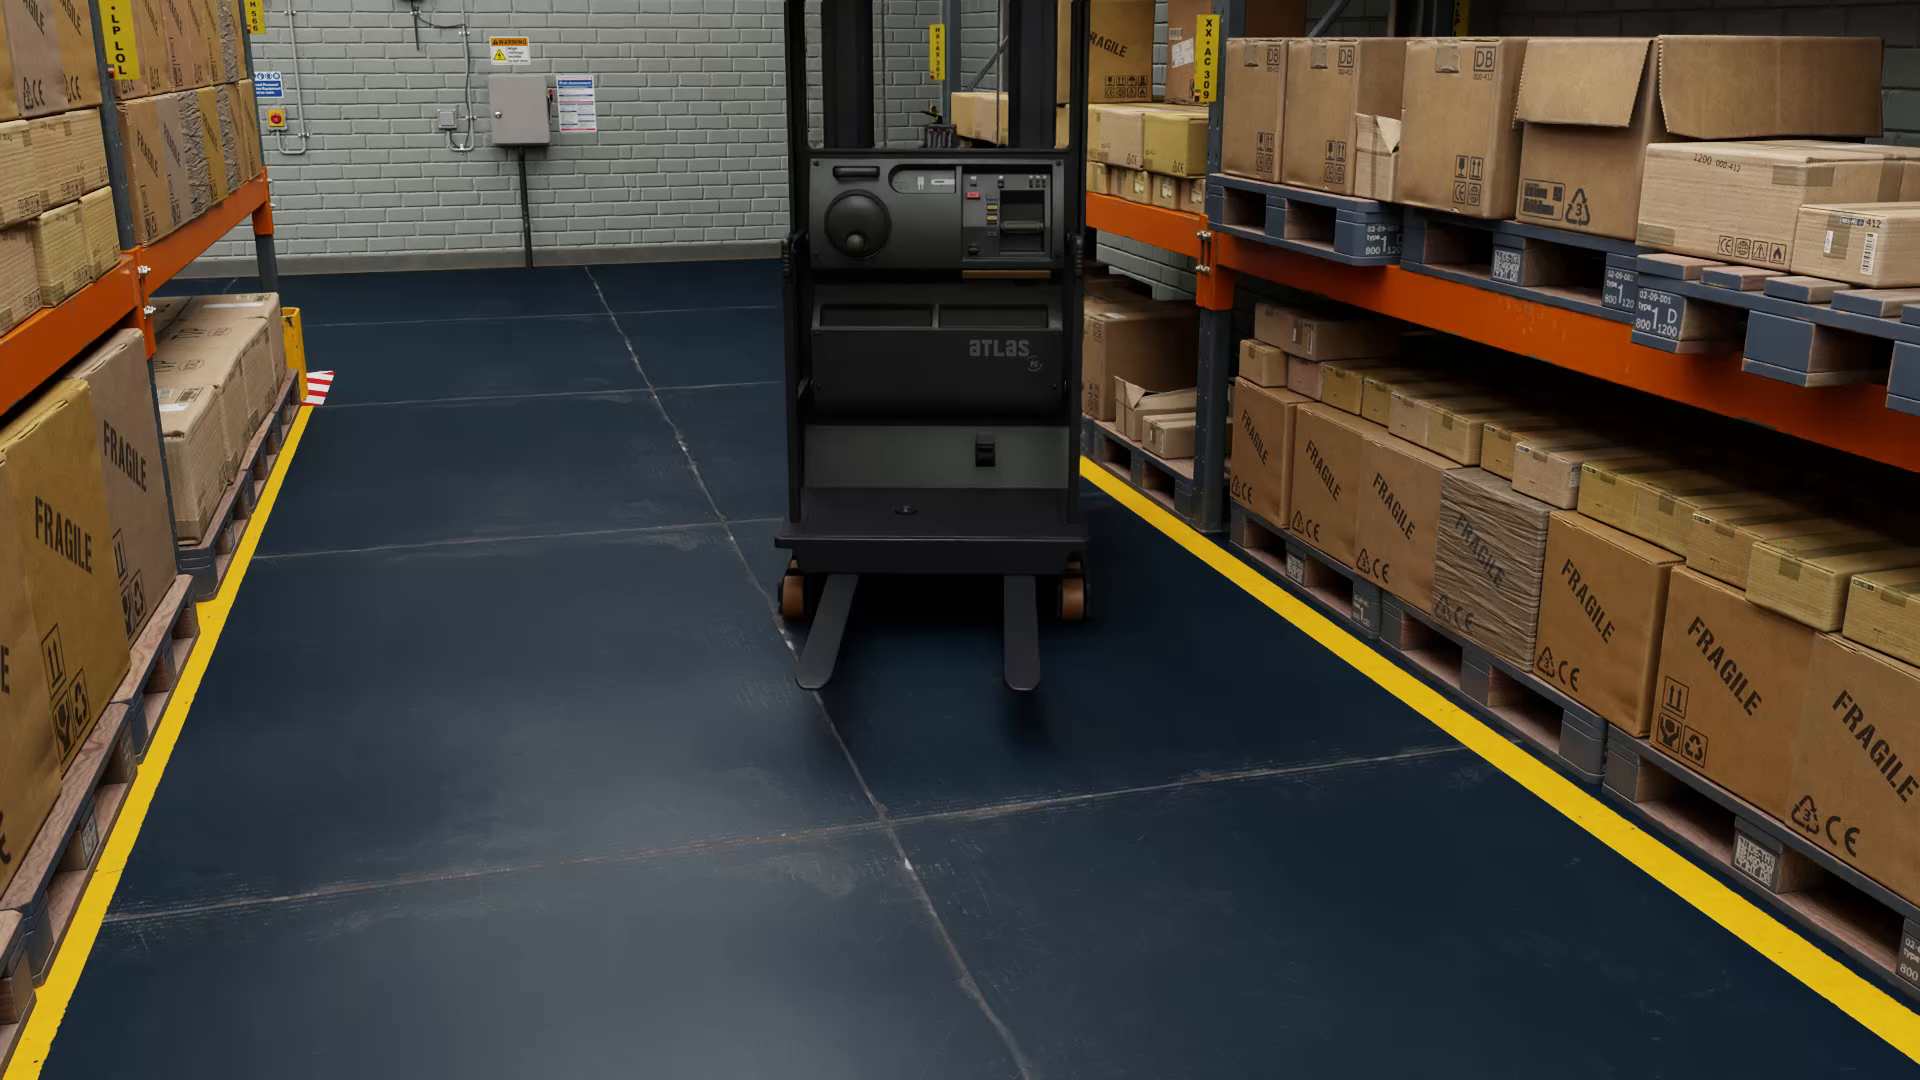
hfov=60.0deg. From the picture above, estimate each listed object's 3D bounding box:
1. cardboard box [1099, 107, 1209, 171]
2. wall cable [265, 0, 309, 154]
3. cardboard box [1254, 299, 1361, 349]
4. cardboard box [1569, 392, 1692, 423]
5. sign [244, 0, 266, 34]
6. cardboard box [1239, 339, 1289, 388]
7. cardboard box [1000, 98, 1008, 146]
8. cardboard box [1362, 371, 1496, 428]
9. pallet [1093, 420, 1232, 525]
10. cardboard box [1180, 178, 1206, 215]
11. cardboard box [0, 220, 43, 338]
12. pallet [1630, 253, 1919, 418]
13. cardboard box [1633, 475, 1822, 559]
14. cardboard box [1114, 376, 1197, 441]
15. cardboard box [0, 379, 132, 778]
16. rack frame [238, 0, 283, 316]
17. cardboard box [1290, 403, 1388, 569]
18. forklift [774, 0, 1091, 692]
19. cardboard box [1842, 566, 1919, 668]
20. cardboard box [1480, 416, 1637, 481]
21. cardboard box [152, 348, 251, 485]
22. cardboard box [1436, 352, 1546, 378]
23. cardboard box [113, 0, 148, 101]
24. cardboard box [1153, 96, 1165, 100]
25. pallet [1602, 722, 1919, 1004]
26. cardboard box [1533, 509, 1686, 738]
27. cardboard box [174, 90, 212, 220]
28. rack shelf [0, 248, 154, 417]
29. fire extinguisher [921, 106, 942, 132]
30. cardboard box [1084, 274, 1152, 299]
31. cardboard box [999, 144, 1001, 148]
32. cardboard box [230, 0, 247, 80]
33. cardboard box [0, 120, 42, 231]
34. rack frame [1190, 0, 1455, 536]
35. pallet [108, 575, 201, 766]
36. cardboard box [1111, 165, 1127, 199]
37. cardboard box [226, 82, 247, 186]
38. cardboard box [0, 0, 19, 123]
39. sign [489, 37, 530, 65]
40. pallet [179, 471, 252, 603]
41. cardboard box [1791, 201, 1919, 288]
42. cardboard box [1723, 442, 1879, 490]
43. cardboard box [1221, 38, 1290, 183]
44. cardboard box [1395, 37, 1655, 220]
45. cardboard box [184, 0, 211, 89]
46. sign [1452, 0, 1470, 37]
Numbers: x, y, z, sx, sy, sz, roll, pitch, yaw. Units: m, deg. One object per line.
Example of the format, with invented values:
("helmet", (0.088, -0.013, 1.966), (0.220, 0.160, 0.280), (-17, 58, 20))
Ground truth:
("cardboard box", (0.960, -1.841, 7.611), (0.500, 0.250, 0.500), (-5, 17, -15))
("wall cable", (-5.957, -4.284, 14.179), (0.585, 1.953, 0.123), (-5, 17, -15))
("cardboard box", (1.387, -0.853, 6.548), (0.380, 0.149, 0.250), (-5, 17, -16))
("cardboard box", (2.261, -0.392, 5.532), (0.380, 0.149, 0.250), (-4, 17, -14))
("sign", (-3.859, -2.931, 9.072), (0.100, 0.325, 0.005), (-5, 17, -15))
("cardboard box", (1.329, -0.706, 6.575), (0.380, 0.149, 0.250), (-4, 17, -13))
("cardboard box", (0.534, -2.262, 9.013), (0.500, 0.250, 0.500), (-5, 17, -16))
("cardboard box", (1.649, -0.490, 5.858), (0.380, 0.149, 0.250), (-5, 17, -16))
("pallet", (1.298, -0.366, 7.803), (1.003, 0.211, 1.213), (-5, 17, -15))
("cardboard box", (1.156, -1.459, 7.033), (0.380, 0.149, 0.250), (-4, 17, -14))
("cardboard box", (-2.661, -0.660, 4.196), (0.500, 0.250, 0.500), (-5, 17, -17))
("pallet", (2.332, -0.495, 3.719), (1.213, 0.211, 1.003), (-5, 17, -15))
("cardboard box", (2.043, -0.062, 4.433), (0.380, 0.149, 0.250), (-4, 17, -14))
("cardboard box", (0.953, -0.633, 7.867), (0.396, 0.266, 0.258), (-4, 17, -13))
("cardboard box", (-2.782, 0.113, 4.325), (0.875, 0.875, 0.875), (-4, 17, -14))
("rack frame", (-4.385, -2.224, 9.143), (1.000, 3.000, 0.127), (-5, 17, -15))
("cardboard box", (1.559, -0.217, 6.076), (0.500, 0.500, 0.500), (-5, 17, -16))
("forklift", (-0.087, -1.200, 5.851), (1.130, 2.935, 3.031), (0, 17, 1))
("cardboard box", (2.206, 0.164, 3.680), (0.380, 0.149, 0.250), (-6, 18, -18))
("cardboard box", (1.850, -0.277, 5.148), (0.380, 0.149, 0.250), (-5, 17, -15))
("cardboard box", (-3.601, -0.522, 7.199), (0.875, 0.438, 0.875), (-5, 17, -17))
("cardboard box", (2.017, -0.608, 6.250), (0.380, 0.149, 0.250), (-5, 17, -15))
("cardboard box", (-3.183, -1.796, 5.804), (0.500, 0.500, 0.500), (-5, 17, -15))
("cardboard box", (1.041, -2.302, 9.146), (0.500, 0.250, 0.500), (-4, 17, -14))
("pallet", (2.417, 0.721, 4.185), (1.003, 0.211, 1.213), (-5, 17, -15))
("cardboard box", (1.989, 0.207, 4.663), (0.500, 0.500, 0.500), (-4, 17, -13))
("cardboard box", (-3.427, -1.594, 6.870), (0.500, 0.500, 0.500), (-5, 17, -15))
("rack shelf", (-2.736, -0.220, 3.721), (1.077, 0.370, 4.000), (-5, 17, -15))
("fire extinguisher", (-0.098, -2.406, 10.532), (0.296, 0.674, 0.183), (-5, 17, -15))
("cardboard box", (0.661, -1.206, 9.367), (0.700, 0.500, 0.500), (-4, 17, -13))
("cardboard box", (0.433, -2.248, 9.659), (0.380, 0.149, 0.250), (-5, 17, -16))
("cardboard box", (-4.023, -2.637, 8.604), (0.500, 0.500, 0.500), (-4, 17, -13))
("cardboard box", (-2.638, -0.902, 4.134), (0.500, 0.250, 0.500), (-4, 17, -14))
("rack frame", (1.486, -1.511, 6.770), (1.000, 3.000, 0.127), (-5, 17, -15))
("pallet", (-3.001, 0.425, 5.170), (1.003, 0.211, 1.213), (-5, 17, -15))
("cardboard box", (0.923, -1.674, 7.749), (0.380, 0.149, 0.250), (-4, 17, -14))
("cardboard box", (-3.874, -2.020, 8.288), (0.500, 0.500, 0.500), (-5, 17, -16))
("cardboard box", (-2.651, -1.257, 4.010), (0.500, 0.500, 0.500), (-4, 17, -14))
("sign", (-4.007, -4.356, 14.805), (0.339, 0.242, 0.001), (-5, 17, -15))
("pallet", (-3.419, 0.001, 6.582), (1.003, 0.211, 1.213), (-5, 17, -15))
("cardboard box", (2.036, -0.637, 3.566), (0.380, 0.149, 0.250), (-4, 17, -14))
("cardboard box", (2.445, -0.177, 4.816), (0.380, 0.149, 0.250), (-5, 17, -16))
("cardboard box", (1.404, -1.609, 6.190), (0.700, 0.500, 0.500), (-4, 17, -14))
("cardboard box", (1.762, -1.249, 4.991), (0.700, 0.500, 0.500), (-5, 17, -16))
("cardboard box", (-3.582, -2.218, 7.210), (0.500, 0.500, 0.500), (-5, 17, -16))
("sign", (2.019, -2.111, 6.752), (0.100, 0.325, 0.005), (-5, 17, -15))
